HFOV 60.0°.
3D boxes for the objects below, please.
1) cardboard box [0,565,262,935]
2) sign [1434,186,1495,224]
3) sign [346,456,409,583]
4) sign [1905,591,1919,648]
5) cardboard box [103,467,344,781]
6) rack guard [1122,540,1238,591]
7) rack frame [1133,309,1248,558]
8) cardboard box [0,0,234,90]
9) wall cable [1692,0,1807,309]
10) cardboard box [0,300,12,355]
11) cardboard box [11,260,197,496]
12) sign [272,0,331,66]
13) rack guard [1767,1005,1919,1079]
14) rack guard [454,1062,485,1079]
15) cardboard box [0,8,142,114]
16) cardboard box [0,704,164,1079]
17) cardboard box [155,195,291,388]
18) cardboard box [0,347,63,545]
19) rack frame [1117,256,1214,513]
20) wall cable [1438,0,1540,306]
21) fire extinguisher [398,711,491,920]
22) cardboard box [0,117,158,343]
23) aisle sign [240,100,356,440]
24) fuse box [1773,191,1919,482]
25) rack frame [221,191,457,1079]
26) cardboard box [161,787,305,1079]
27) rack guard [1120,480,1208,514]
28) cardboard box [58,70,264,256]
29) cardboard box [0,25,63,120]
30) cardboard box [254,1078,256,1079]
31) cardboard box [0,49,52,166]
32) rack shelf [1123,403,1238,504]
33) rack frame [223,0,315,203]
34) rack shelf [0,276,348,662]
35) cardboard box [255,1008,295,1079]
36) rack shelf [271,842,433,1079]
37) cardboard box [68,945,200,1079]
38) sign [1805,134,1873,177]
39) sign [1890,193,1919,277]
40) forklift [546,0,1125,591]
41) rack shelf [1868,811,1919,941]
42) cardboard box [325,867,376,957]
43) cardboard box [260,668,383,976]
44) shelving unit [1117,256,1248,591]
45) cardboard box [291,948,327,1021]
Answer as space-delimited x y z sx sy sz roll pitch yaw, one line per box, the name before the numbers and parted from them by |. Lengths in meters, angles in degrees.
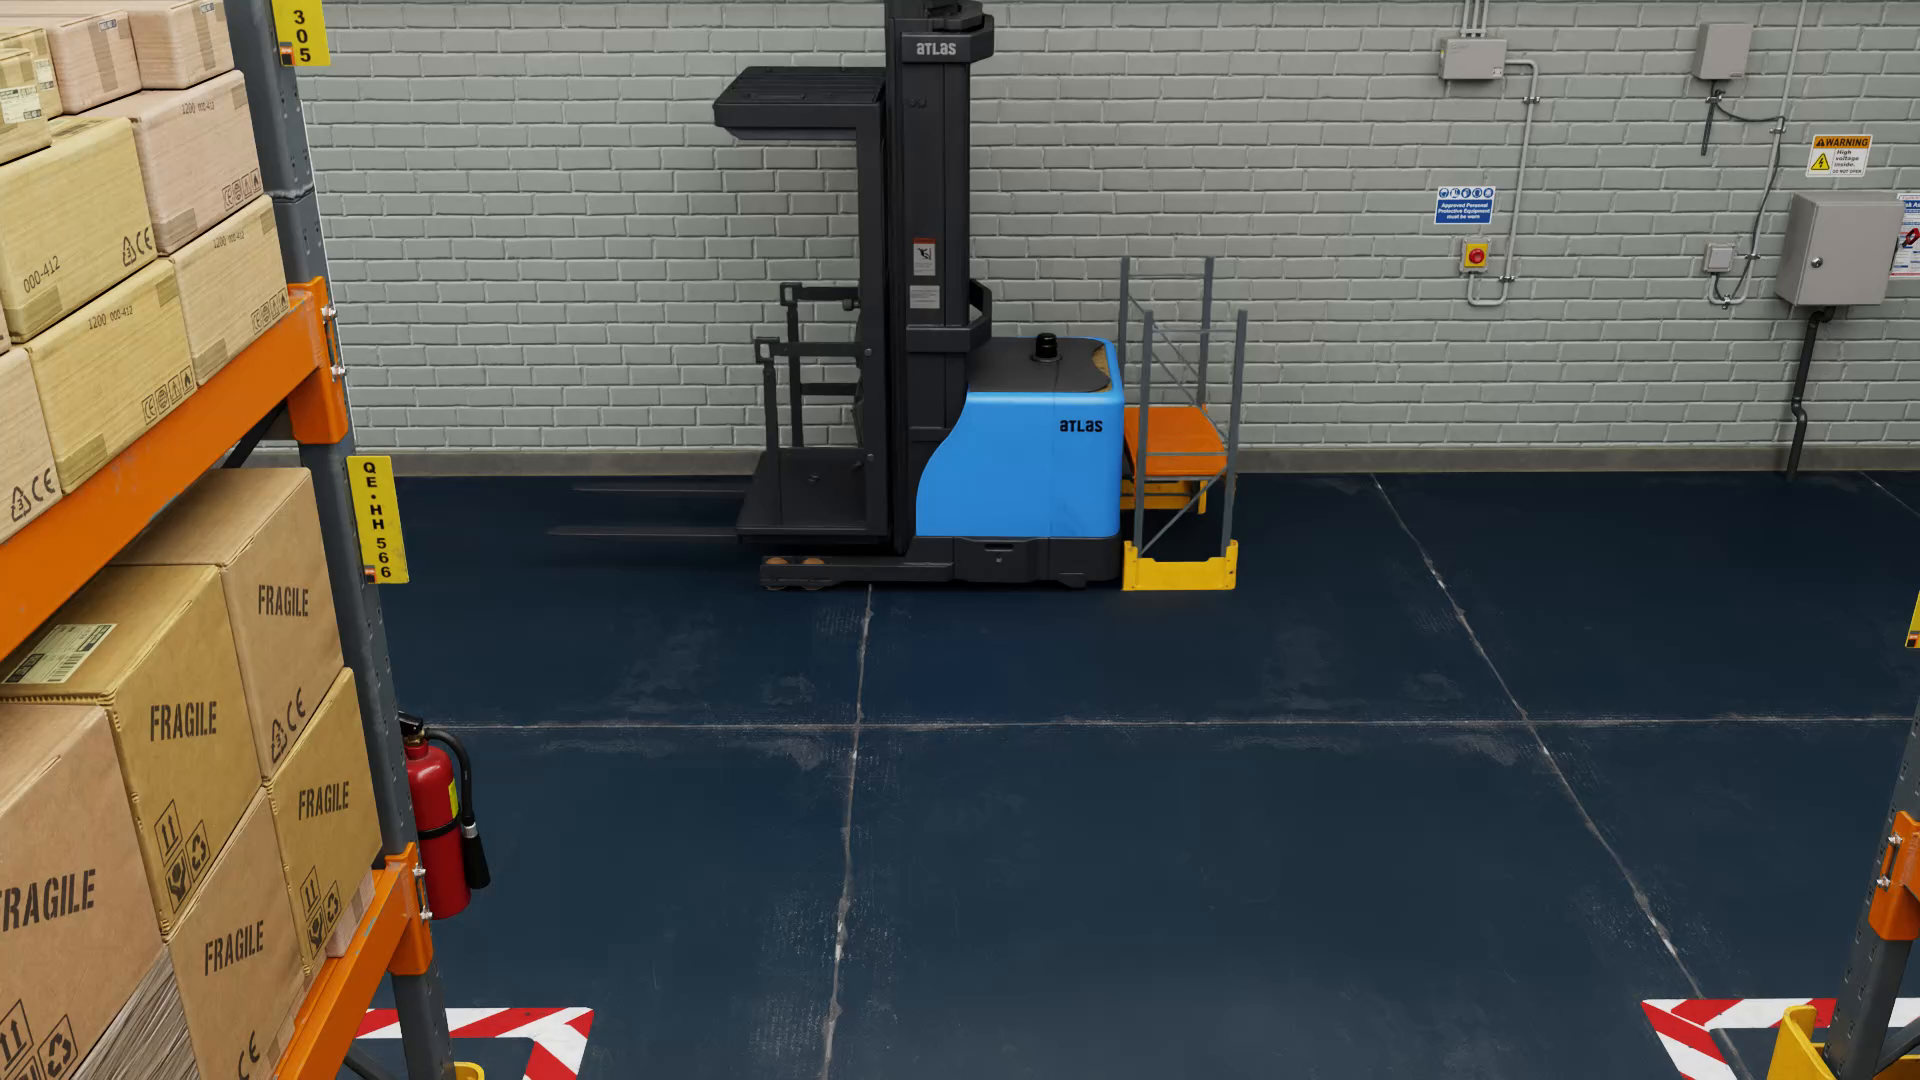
cardboard box | -1.668 0.380 3.074 0.500 0.500 0.500 -1 24 -2
sign | 2.888 -1.915 9.516 0.327 0.218 0.001 0 24 -1
sign | -1.372 -0.045 3.922 0.100 0.325 0.005 0 24 -1
sign | 2.467 0.126 4.184 0.100 0.325 0.005 0 24 -1
cardboard box | -1.673 0.171 3.536 0.500 0.500 0.500 -1 24 -2
rack guard | 1.144 0.131 8.656 0.587 0.250 0.087 0 24 -1
rack frame | 1.145 -0.430 8.381 0.500 1.500 0.032 0 24 -1
cardboard box | -1.630 -0.952 3.166 0.380 0.149 0.250 0 24 -1
wall cable | 4.355 -2.241 9.332 0.588 1.984 0.122 0 24 -1
cardboard box | -1.658 -0.295 2.198 0.500 0.250 0.500 0 24 0
cardboard box | -1.645 -0.281 2.774 0.500 0.250 0.500 0 24 0
sign | -1.372 -1.144 3.425 0.100 0.325 0.005 0 24 -1
rack guard | 3.021 1.686 4.916 1.175 0.500 0.348 0 24 -1
rack guard | -1.926 1.791 4.684 1.175 0.500 0.348 0 24 -1
cardboard box | -1.703 -0.850 2.940 0.380 0.149 0.250 0 24 0
cardboard box | -1.653 0.594 2.600 0.500 0.500 0.500 1 24 2
cardboard box | -1.657 -0.492 3.239 0.500 0.250 0.500 -1 24 -2
cardboard box | -1.653 -0.077 2.322 0.500 0.250 0.500 1 24 2
rack frame | 1.124 -0.849 9.307 0.500 1.500 0.032 0 24 -1
wall cable | 2.937 -2.244 9.301 0.585 1.953 0.123 0 24 -1
fire extinguisher | -1.468 0.720 4.565 0.296 0.674 0.183 0 24 -1
cardboard box | -1.661 -0.506 2.665 0.500 0.250 0.500 -1 24 -2
aisle sign | -1.628 -0.595 3.772 0.394 0.787 0.004 0 24 -1
fuse box | 5.039 -1.129 9.670 0.539 1.711 0.414 0 24 -1
rack frame | -1.927 0.621 4.238 1.000 3.000 0.127 0 24 -1
cardboard box | -1.664 0.836 3.280 0.500 0.500 0.500 -1 24 -1
rack guard | 1.123 -0.279 9.564 0.587 0.250 0.087 0 24 -1
cardboard box | -1.668 -0.717 3.131 0.500 0.250 0.500 -1 24 -2
cardboard box | -1.721 -0.744 2.706 0.380 0.149 0.250 -1 24 -2
cardboard box | -1.632 1.179 3.308 0.380 0.149 0.250 0 24 1
cardboard box | -1.610 -0.635 2.467 0.380 0.149 0.250 0 24 0
rack shelf | 1.134 -0.476 8.918 0.538 0.185 1.000 0 24 -1
rack frame | -1.927 -2.113 3.002 1.000 3.000 0.127 0 24 -1
rack shelf | -1.905 0.406 1.946 1.077 0.370 4.000 0 24 -1
cardboard box | -1.658 1.074 3.540 0.380 0.149 0.250 0 24 -1
rack shelf | -1.905 1.772 2.564 1.077 0.370 4.000 0 24 -1
cardboard box | -1.649 1.045 2.818 0.500 0.500 0.500 0 24 0
sign | 4.981 -2.177 9.422 0.339 0.242 0.001 0 24 -1
sign | 5.531 -1.760 9.618 0.329 0.494 0.001 0 24 -1
forklift | -0.667 -1.289 8.543 3.031 2.935 1.130 1 24 1
rack shelf | 3.043 1.709 2.705 1.077 0.370 4.000 0 24 -1
cardboard box | -1.641 0.868 3.996 0.380 0.149 0.250 0 24 0
cardboard box | -1.665 0.623 3.749 0.500 0.500 0.500 0 24 1
shelving unit | 1.134 -0.644 8.852 0.587 1.500 1.083 0 24 -1
cardboard box | -1.676 0.971 3.769 0.380 0.149 0.250 0 24 -1
